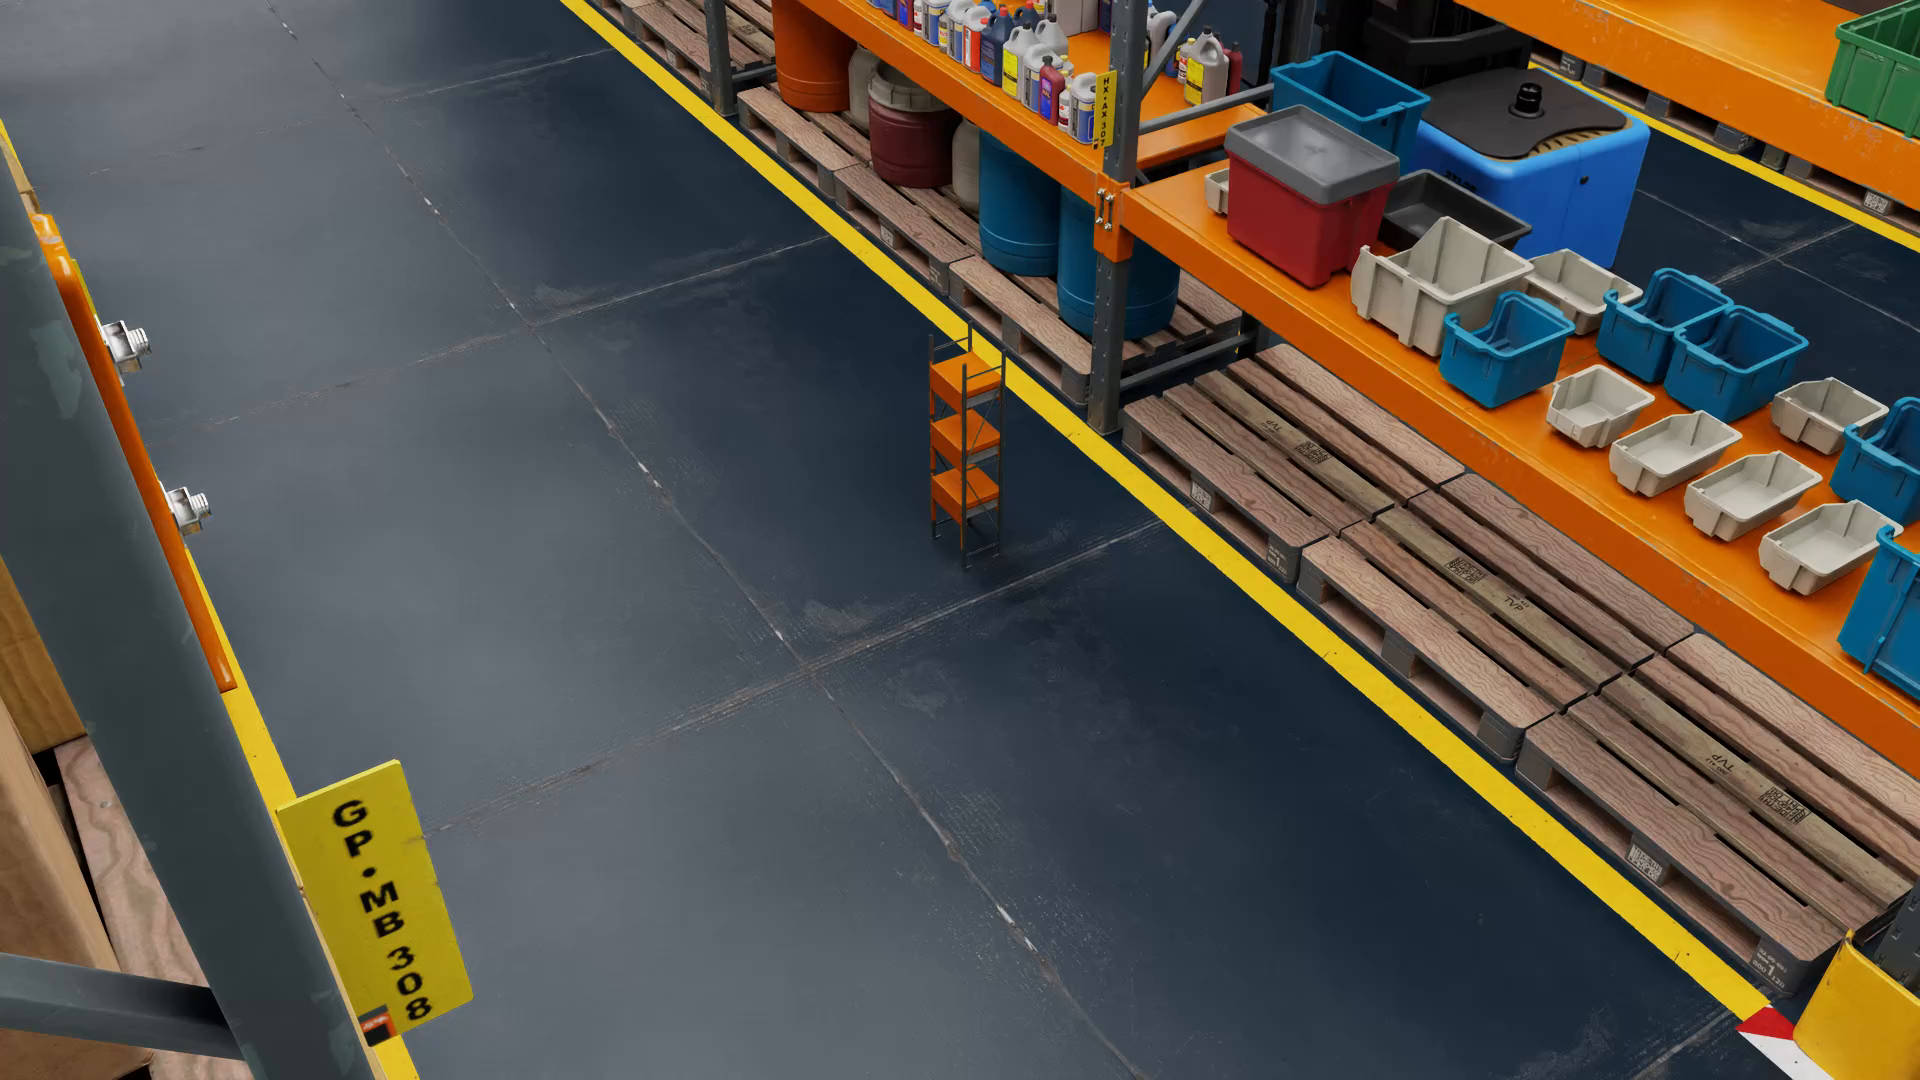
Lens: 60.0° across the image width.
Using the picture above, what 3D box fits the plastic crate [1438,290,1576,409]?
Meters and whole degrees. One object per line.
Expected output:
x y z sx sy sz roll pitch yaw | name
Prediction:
1.887 -0.657 5.779 0.416 0.233 0.300 -22 45 -24 | plastic crate

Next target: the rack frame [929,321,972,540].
-0.037 -0.440 6.958 0.200 1.050 0.008 -22 45 -24 | rack frame

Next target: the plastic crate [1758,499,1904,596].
2.616 0.023 5.039 0.396 0.136 0.243 -22 45 -24 | plastic crate

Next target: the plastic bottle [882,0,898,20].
-0.306 -2.796 8.301 0.144 0.351 0.185 -22 45 -24 | plastic bottle

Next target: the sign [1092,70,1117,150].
0.591 -1.755 6.797 0.100 0.325 0.005 -22 45 -24 | sign

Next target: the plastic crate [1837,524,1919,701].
2.869 0.169 4.629 0.616 0.435 0.499 -22 45 -24 | plastic crate

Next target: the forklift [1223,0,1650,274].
2.191 -2.969 8.524 1.130 2.935 3.031 -19 43 -22 | forklift

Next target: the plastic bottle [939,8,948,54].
-0.054 -2.457 8.011 0.097 0.201 0.097 0 40 0 | plastic bottle

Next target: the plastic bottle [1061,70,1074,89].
0.466 -2.008 7.472 0.097 0.201 0.097 0 40 0 | plastic bottle

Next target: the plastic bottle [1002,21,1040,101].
0.286 -2.201 7.587 0.144 0.351 0.185 -22 45 -24 | plastic bottle

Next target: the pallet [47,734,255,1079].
-1.377 0.512 2.019 1.003 0.211 1.213 -22 45 -24 | pallet

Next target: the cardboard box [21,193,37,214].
-4.444 -0.773 7.166 1.225 0.875 0.875 -22 45 -24 | cardboard box

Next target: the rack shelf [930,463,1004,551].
0.029 -0.153 7.064 0.215 0.259 0.240 -22 45 -24 | rack shelf

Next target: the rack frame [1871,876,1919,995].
3.207 0.322 4.520 1.000 3.000 0.127 -22 45 -24 | rack frame

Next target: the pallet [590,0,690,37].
-2.130 -4.014 11.902 1.003 0.211 1.213 -22 45 -24 | pallet

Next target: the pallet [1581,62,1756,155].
4.765 -2.895 10.559 1.003 0.211 1.213 -22 45 -24 | pallet

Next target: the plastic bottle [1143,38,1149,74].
0.837 -2.286 7.805 0.097 0.201 0.097 0 40 0 | plastic bottle

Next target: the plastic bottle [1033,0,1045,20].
0.411 -2.713 8.318 0.097 0.201 0.097 0 40 0 | plastic bottle

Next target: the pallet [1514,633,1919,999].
2.796 0.935 5.963 1.003 0.211 1.213 -22 45 -24 | pallet

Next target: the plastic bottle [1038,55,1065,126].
0.409 -2.003 7.401 0.061 0.283 0.133 -22 45 -24 | plastic bottle

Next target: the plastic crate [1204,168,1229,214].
1.186 -1.458 6.816 0.396 0.136 0.243 -22 45 -24 | plastic crate

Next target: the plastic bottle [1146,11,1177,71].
0.932 -2.368 7.845 0.152 0.276 0.135 -22 45 -24 | plastic bottle

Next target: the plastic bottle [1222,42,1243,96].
1.219 -2.137 7.562 0.061 0.283 0.133 -22 45 -24 | plastic bottle

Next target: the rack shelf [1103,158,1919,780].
2.132 -0.481 6.046 1.077 0.370 4.000 -22 45 -24 | rack shelf

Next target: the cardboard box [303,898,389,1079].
-1.268 1.060 2.933 0.500 0.500 0.500 -23 45 -25 | cardboard box

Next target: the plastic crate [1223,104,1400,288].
1.325 -1.316 6.390 0.402 0.464 0.583 -22 45 -24 | plastic crate

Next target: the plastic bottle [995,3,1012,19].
0.199 -2.411 7.901 0.097 0.271 0.097 0 40 0 | plastic bottle

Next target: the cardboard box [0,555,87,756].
-1.495 0.029 2.045 0.700 0.500 0.500 -24 45 -26 | cardboard box

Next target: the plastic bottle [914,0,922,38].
-0.178 -2.582 8.161 0.097 0.201 0.097 0 40 0 | plastic bottle

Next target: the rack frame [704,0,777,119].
-1.095 -3.996 9.702 1.000 3.000 0.127 -22 45 -24 | rack frame

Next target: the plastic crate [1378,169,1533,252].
1.885 -1.243 6.566 0.437 0.125 0.590 -22 45 -24 | plastic crate

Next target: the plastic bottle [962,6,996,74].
0.104 -2.360 7.836 0.152 0.276 0.135 -22 45 -24 | plastic bottle

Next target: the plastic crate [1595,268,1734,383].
2.482 -0.756 5.898 0.416 0.233 0.300 -22 45 -24 | plastic crate

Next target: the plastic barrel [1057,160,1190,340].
0.778 -1.492 8.008 0.600 0.901 0.708 -22 45 -24 | plastic barrel

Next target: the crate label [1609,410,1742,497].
2.302 -0.281 5.403 0.396 0.136 0.243 -22 45 -24 | crate label

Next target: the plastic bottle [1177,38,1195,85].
1.070 -2.233 7.742 0.097 0.201 0.097 0 40 0 | plastic bottle

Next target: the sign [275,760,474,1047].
-0.498 0.321 1.434 0.100 0.325 0.005 -22 45 -24 | sign

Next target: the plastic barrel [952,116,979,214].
0.169 -2.060 8.994 0.421 0.512 0.421 0 40 0 | plastic barrel

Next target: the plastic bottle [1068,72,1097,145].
0.572 -1.891 7.273 0.152 0.276 0.135 -22 45 -24 | plastic bottle

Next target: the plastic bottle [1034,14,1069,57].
0.408 -2.251 7.647 0.144 0.351 0.185 -22 45 -24 | plastic bottle

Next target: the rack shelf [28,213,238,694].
-2.044 -0.927 2.208 1.077 0.370 4.000 -22 45 -24 | rack shelf

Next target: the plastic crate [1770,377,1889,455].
2.884 -0.414 5.563 0.250 0.136 0.298 -22 45 -24 | plastic crate

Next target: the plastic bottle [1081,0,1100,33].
0.631 -2.670 8.208 0.152 0.276 0.135 -22 45 -24 | plastic bottle

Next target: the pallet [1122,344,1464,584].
1.484 -0.382 7.544 1.003 0.211 1.213 -22 45 -24 | pallet

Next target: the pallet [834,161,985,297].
0.016 -1.856 9.312 1.003 0.211 1.213 -22 45 -24 | pallet

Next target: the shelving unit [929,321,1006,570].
0.029 -0.374 6.879 0.215 1.050 0.252 -22 45 -24 | shelving unit

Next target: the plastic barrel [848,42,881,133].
-0.438 -2.669 9.725 0.421 0.512 0.421 0 40 0 | plastic barrel
